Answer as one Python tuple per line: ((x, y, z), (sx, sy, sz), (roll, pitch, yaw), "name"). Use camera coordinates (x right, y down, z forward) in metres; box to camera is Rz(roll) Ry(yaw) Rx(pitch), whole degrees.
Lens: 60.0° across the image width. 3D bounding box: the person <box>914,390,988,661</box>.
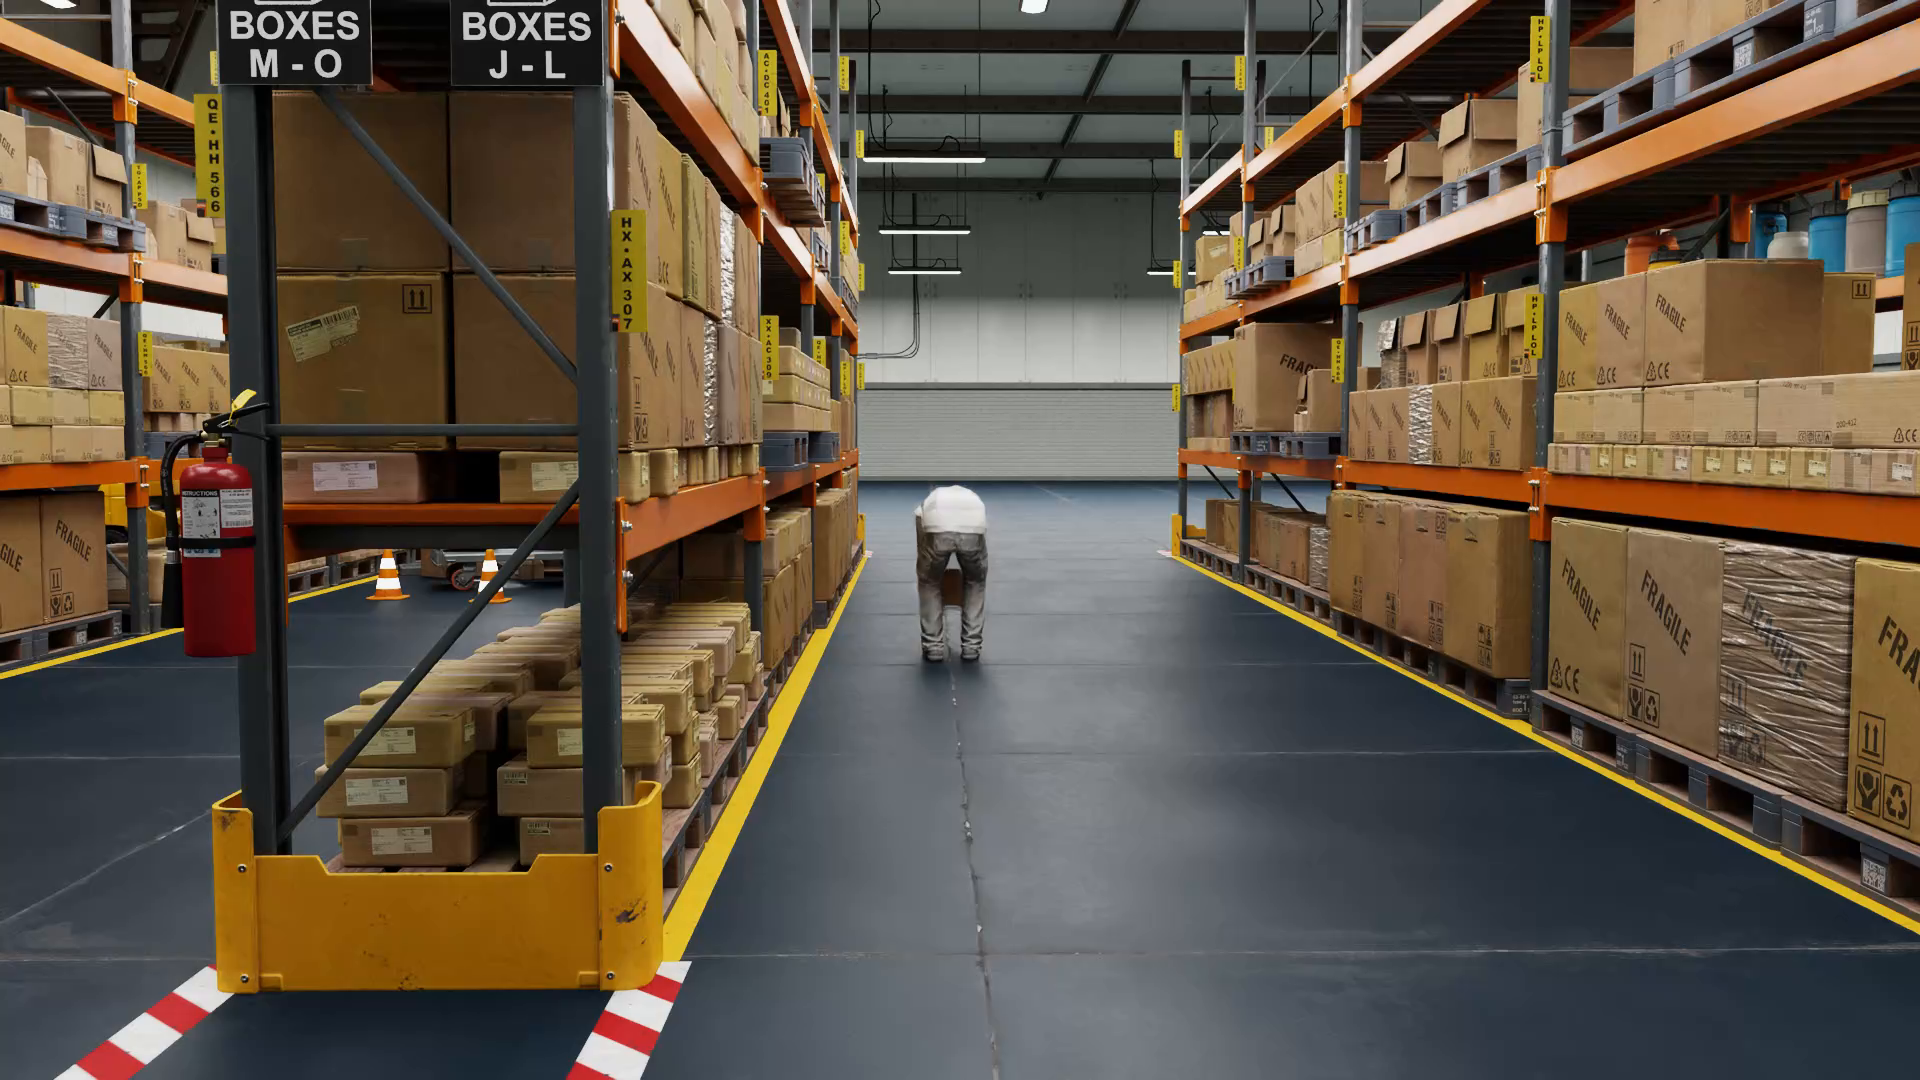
((-0.063, -0.102, 11.102), (0.490, 1.782, 0.577), (0, 4, -2), "person")
